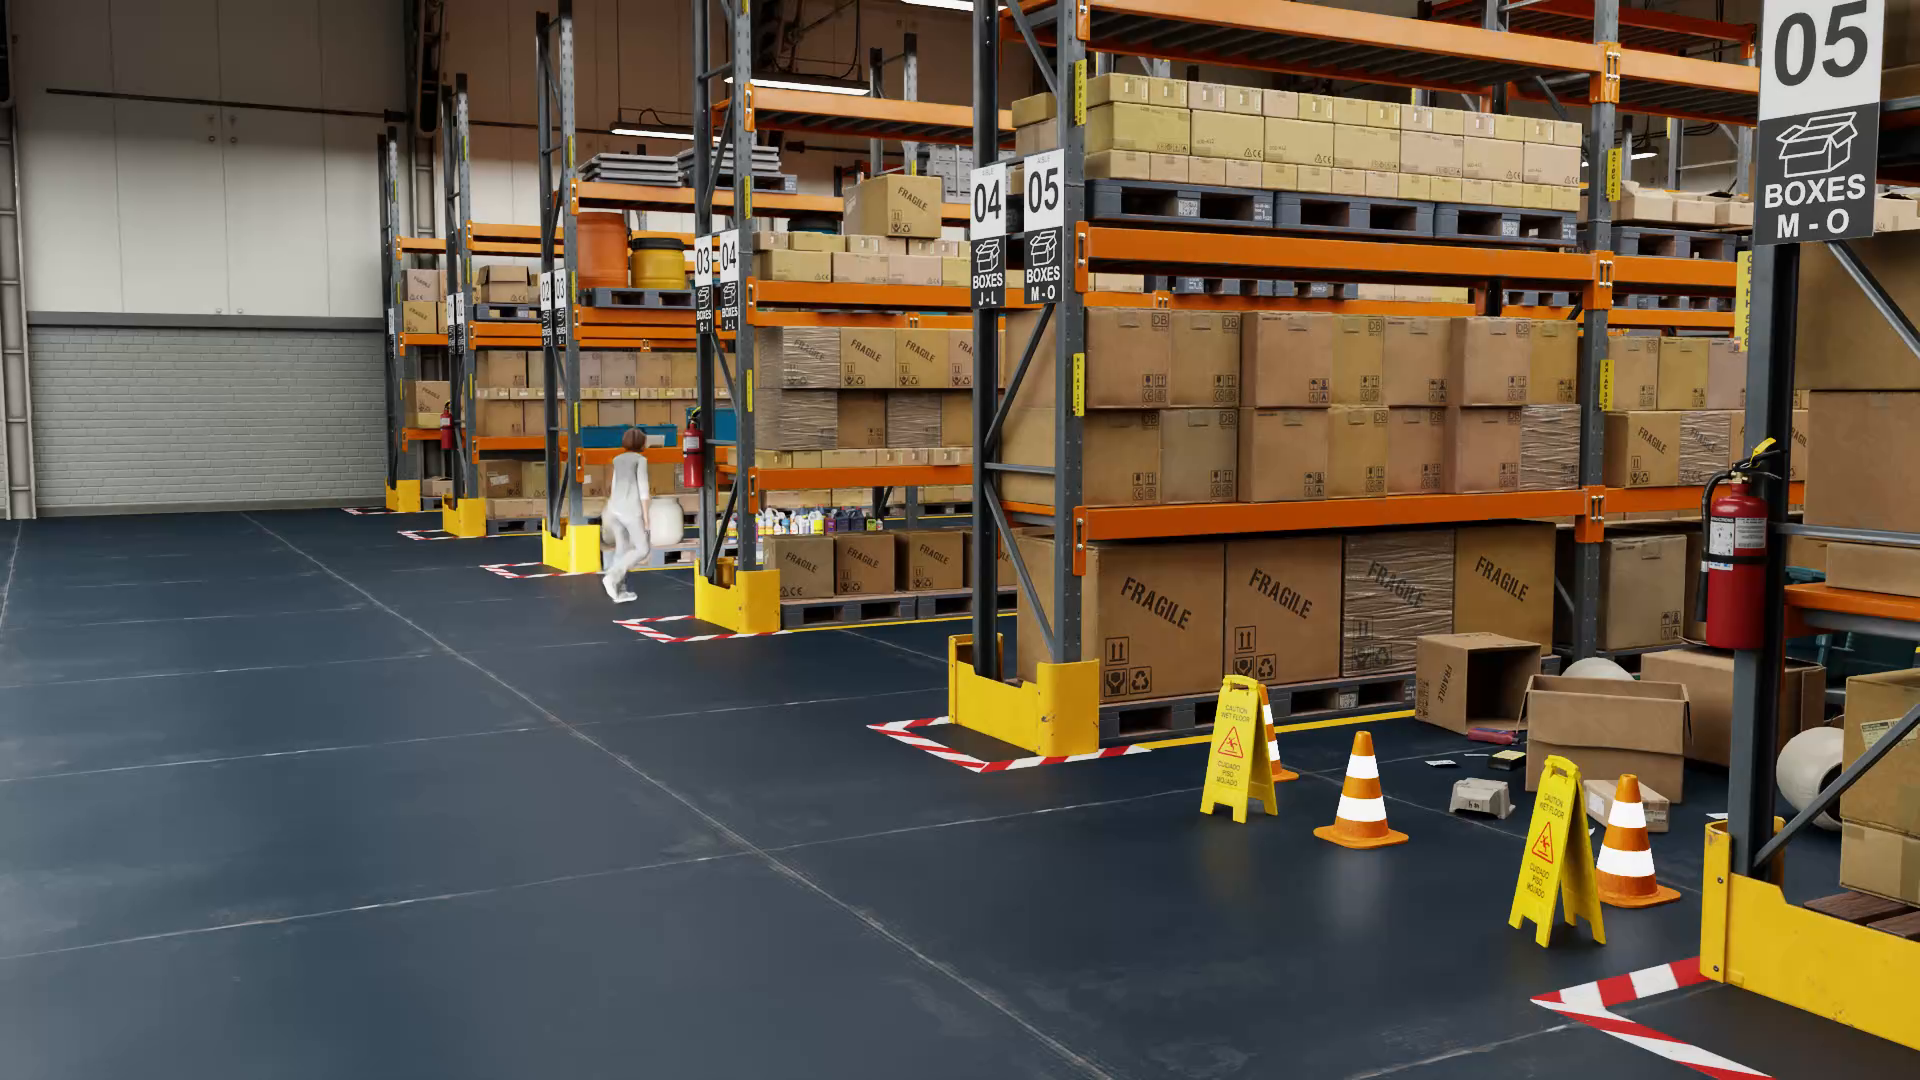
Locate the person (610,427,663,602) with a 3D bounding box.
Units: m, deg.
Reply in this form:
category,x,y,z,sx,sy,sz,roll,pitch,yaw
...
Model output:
category,x,y,z,sx,sy,sz,roll,pitch,yaw
person,-2.935,-0.224,15.020,0.482,1.586,0.451,5,7,41
